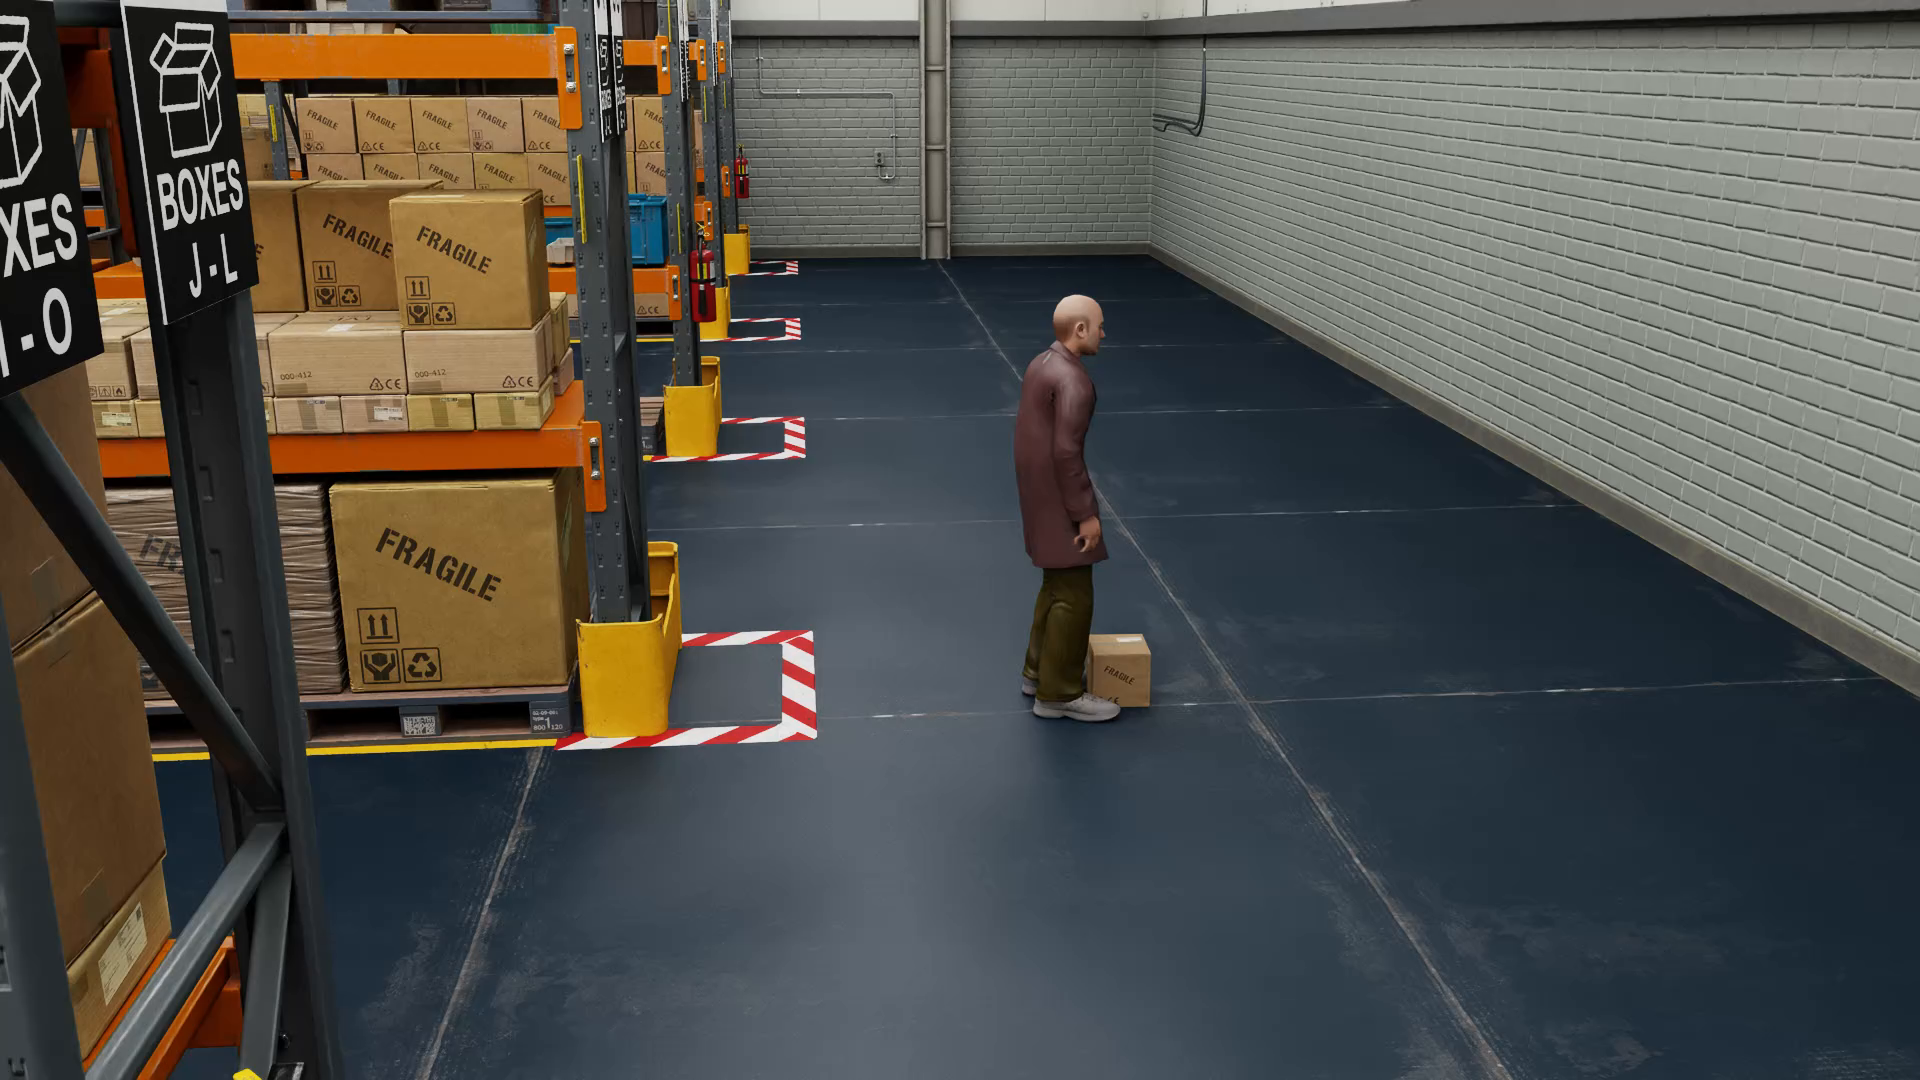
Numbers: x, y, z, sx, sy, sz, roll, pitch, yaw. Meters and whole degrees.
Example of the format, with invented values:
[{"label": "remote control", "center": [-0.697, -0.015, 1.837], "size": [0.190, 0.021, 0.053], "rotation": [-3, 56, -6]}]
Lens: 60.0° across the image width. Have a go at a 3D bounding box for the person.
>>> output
[{"label": "person", "center": [0.446, -0.152, 7.080], "size": [0.423, 1.773, 0.653], "rotation": [-3, 17, -9]}]
